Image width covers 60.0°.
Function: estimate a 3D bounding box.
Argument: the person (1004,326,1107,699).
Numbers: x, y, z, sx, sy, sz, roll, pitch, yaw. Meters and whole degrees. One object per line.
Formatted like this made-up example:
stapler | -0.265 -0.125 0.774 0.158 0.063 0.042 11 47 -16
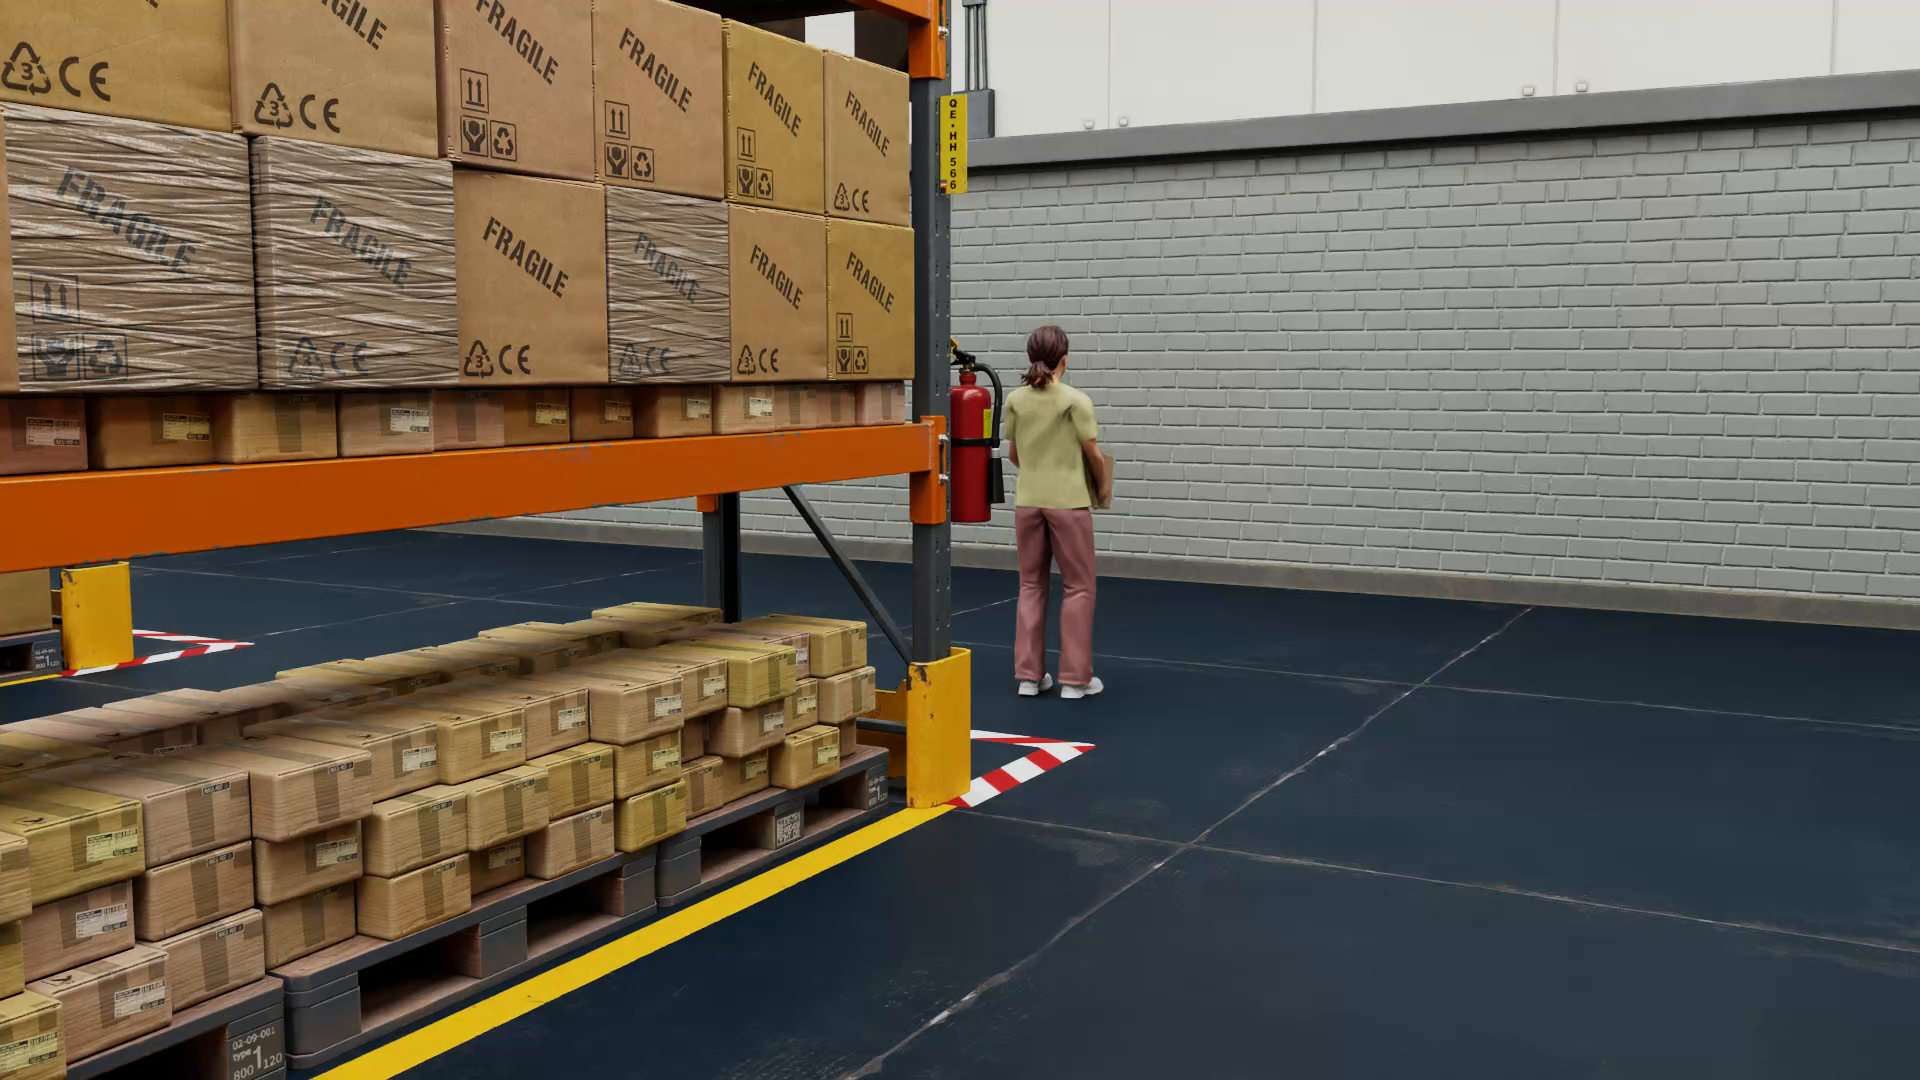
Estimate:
person | 0.445 -0.130 7.562 0.456 1.673 0.511 3 7 28
